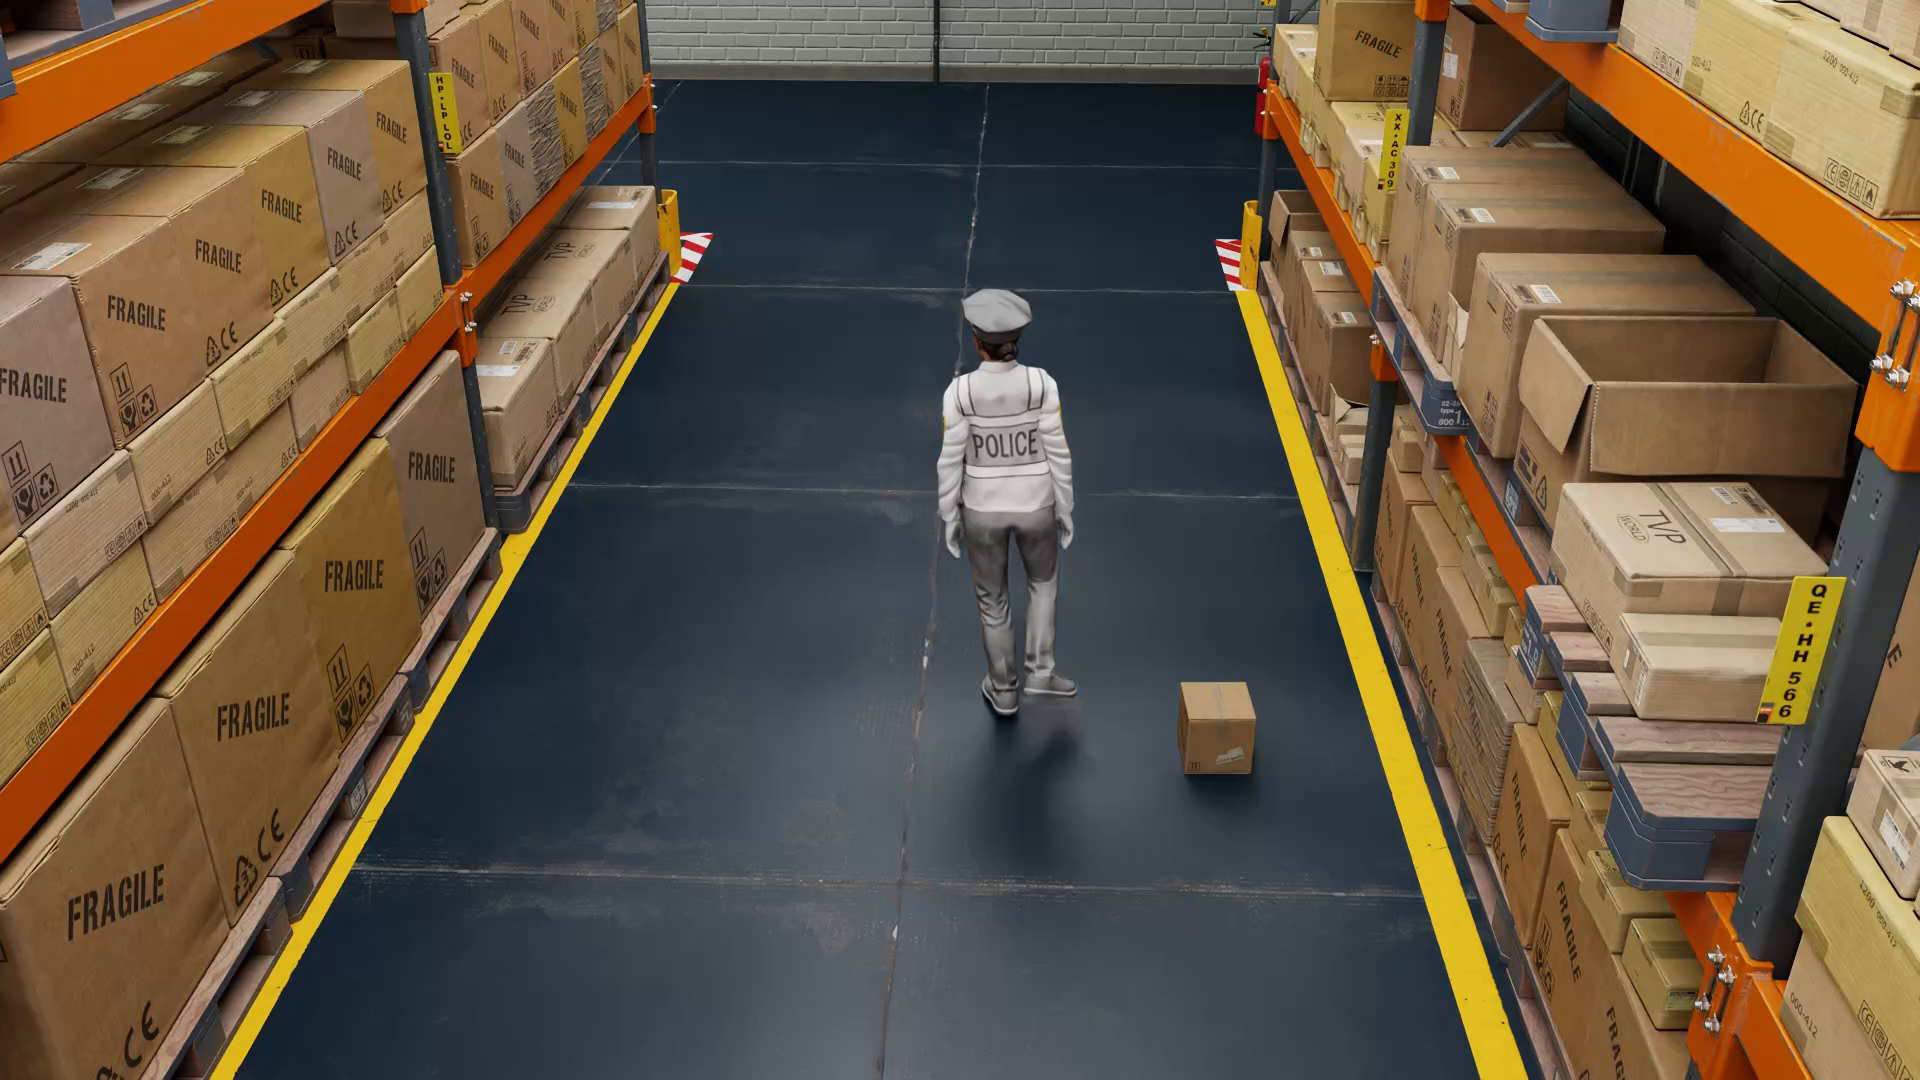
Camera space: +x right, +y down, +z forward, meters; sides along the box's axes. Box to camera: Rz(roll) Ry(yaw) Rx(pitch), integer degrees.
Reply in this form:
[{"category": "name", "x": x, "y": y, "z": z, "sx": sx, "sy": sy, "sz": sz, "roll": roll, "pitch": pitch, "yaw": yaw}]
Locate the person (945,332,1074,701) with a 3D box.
[{"category": "person", "x": -3.065, "y": 0.923, "z": 3.820, "sx": 7.393, "sy": 2.202, "sz": 5.191, "roll": -2, "pitch": 28, "yaw": -4}]
